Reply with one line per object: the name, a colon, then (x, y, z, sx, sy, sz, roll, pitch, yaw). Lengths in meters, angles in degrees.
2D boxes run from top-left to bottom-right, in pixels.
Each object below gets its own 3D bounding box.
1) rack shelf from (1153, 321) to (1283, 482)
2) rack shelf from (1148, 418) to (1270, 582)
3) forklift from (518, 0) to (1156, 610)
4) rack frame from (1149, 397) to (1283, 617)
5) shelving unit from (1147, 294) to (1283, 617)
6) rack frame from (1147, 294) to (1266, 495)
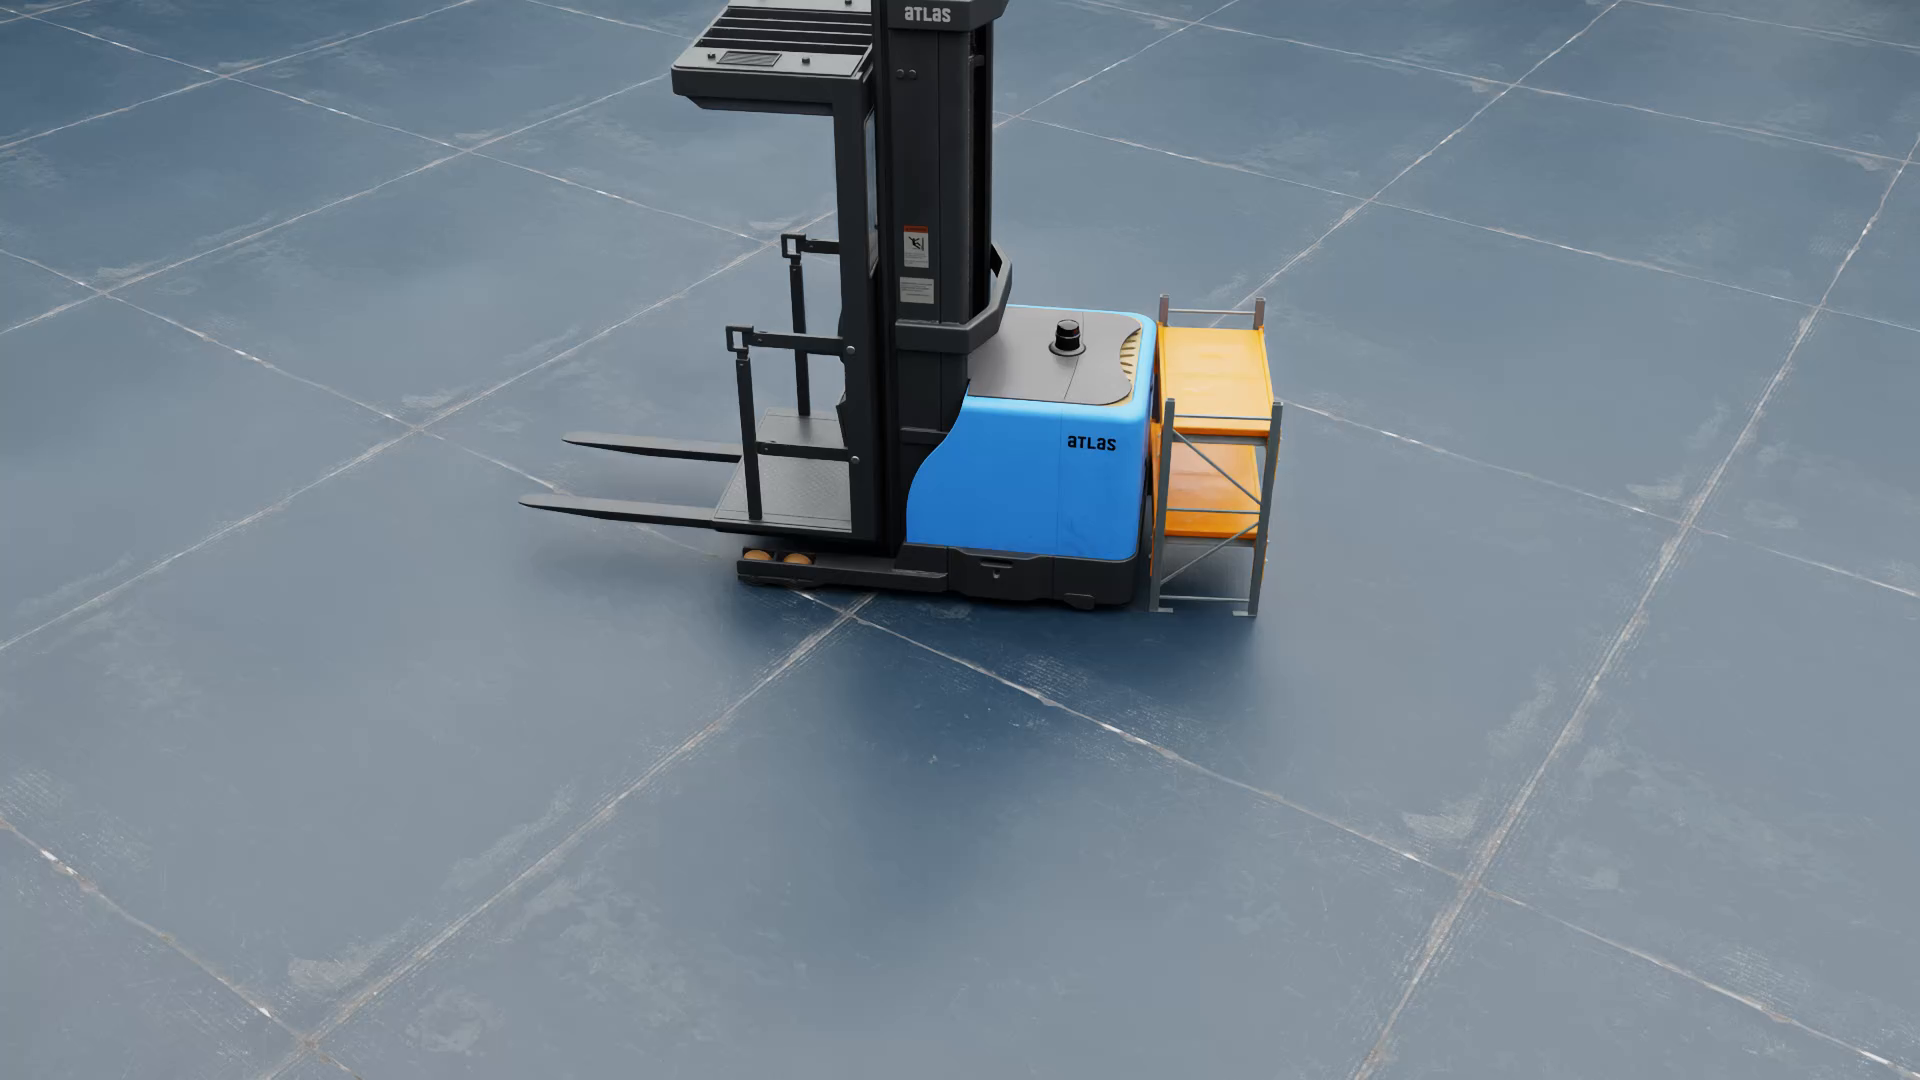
rack shelf: (1.171, -0.654, 7.691, 0.538, 0.278, 1.000, 2, 34, 4)
rack shelf: (1.171, -0.209, 7.991, 0.538, 0.278, 1.000, 2, 34, 4)
forklift: (-0.615, -1.268, 7.509, 3.031, 2.935, 1.130, 5, 34, 7)
rack frame: (1.131, -0.128, 7.435, 0.500, 1.125, 0.032, 2, 34, 4)
shelving unit: (1.171, -0.412, 7.855, 0.538, 1.125, 1.048, 2, 34, 4)
rack frame: (1.210, -0.696, 8.274, 0.500, 1.125, 0.032, 2, 34, 4)
